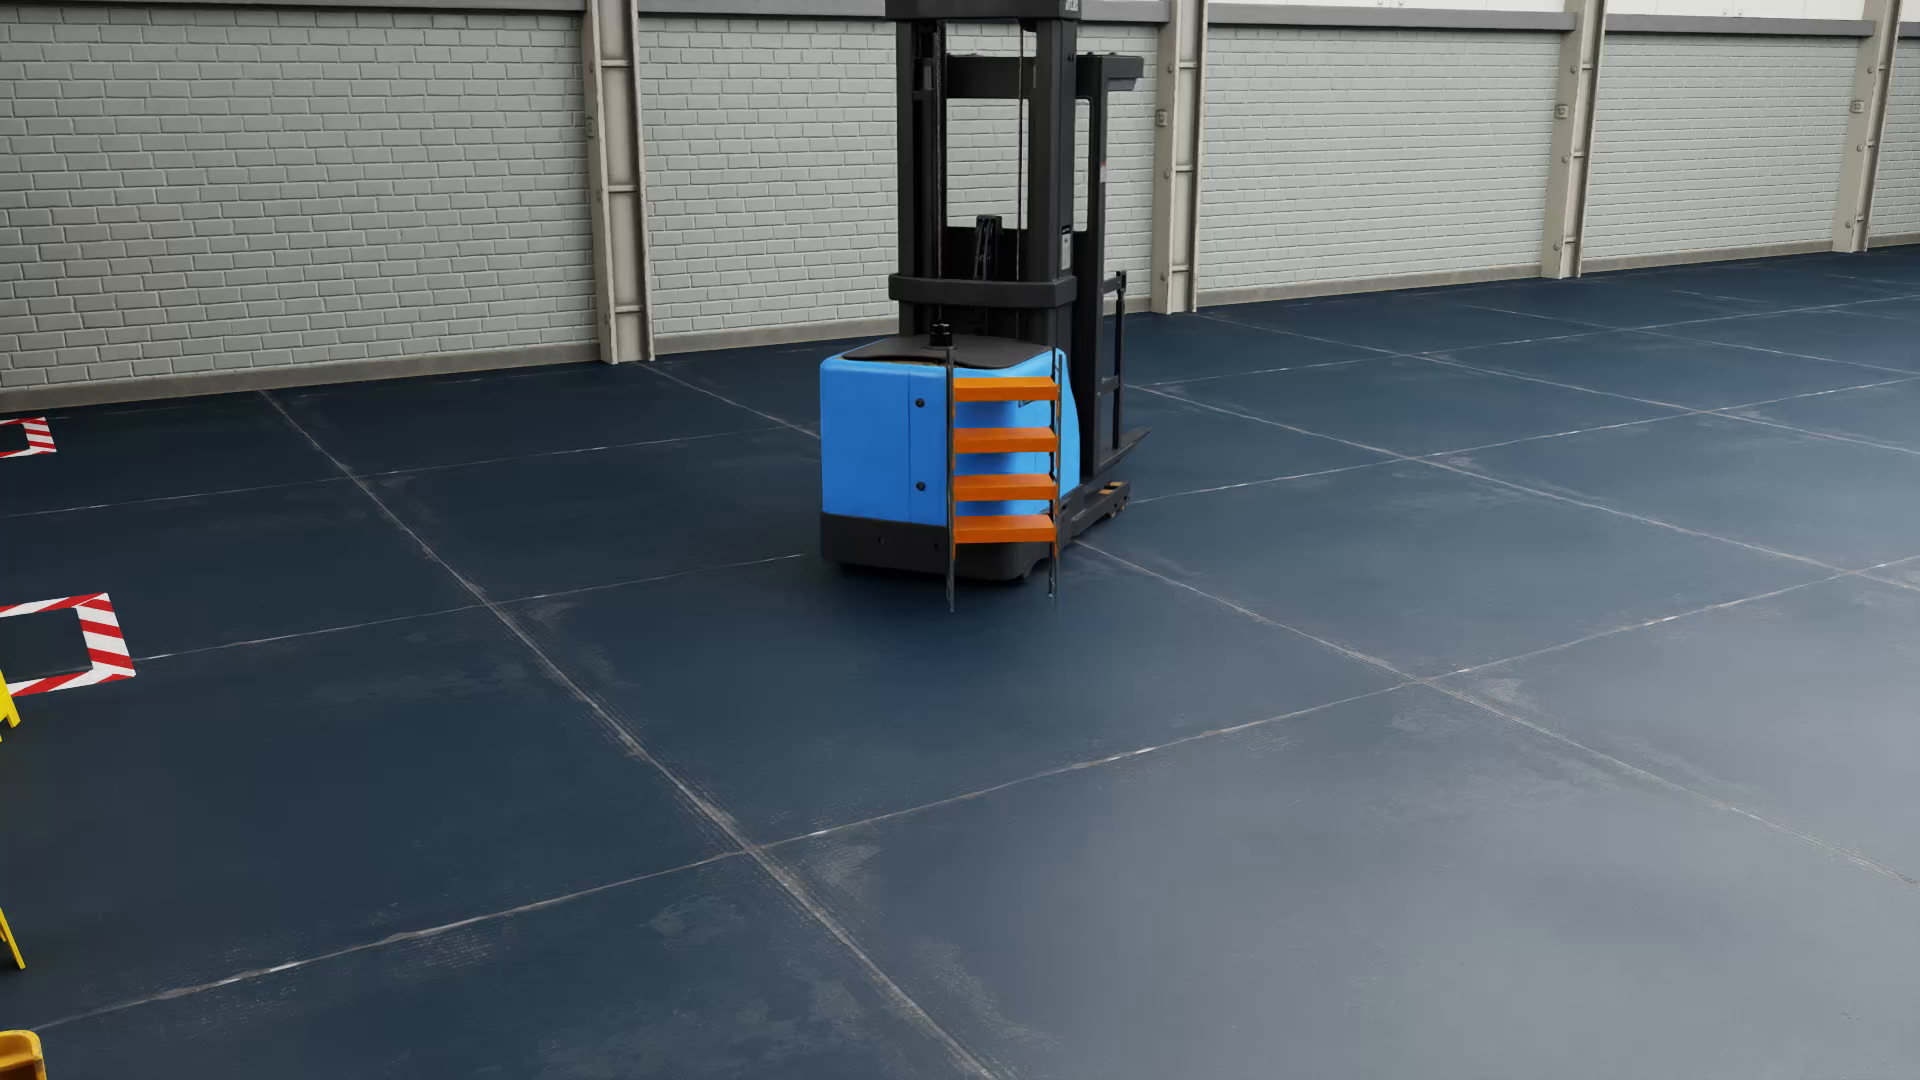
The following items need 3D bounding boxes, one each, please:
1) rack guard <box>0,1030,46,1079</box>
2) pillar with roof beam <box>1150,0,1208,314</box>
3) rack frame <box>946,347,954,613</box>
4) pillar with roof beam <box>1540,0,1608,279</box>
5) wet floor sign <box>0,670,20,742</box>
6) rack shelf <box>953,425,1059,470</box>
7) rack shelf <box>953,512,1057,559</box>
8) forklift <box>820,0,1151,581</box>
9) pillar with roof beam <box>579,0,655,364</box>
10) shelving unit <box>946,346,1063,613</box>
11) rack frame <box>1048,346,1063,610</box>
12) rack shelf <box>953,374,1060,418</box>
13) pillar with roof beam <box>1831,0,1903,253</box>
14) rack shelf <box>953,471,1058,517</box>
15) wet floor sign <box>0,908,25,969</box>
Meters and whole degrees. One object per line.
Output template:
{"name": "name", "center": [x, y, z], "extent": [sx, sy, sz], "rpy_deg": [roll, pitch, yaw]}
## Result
{"name": "rack guard", "center": [-1.770, 1.407, 2.964], "extent": [0.348, 0.500, 1.175], "rpy_deg": [-9, 18, -30]}
{"name": "pillar with roof beam", "center": [4.456, -5.745, 12.732], "extent": [0.400, 9.000, 9.100], "rpy_deg": [-9, 18, -30]}
{"name": "rack frame", "center": [-0.046, -0.273, 7.658], "extent": [0.015, 1.200, 0.240], "rpy_deg": [-1, 16, -5]}
{"name": "pillar with roof beam", "center": [9.599, -6.579, 15.707], "extent": [0.400, 9.000, 9.100], "rpy_deg": [-9, 18, -30]}
{"name": "wet floor sign", "center": [-3.713, 0.430, 6.179], "extent": [0.232, 0.644, 0.267], "rpy_deg": [-3, 16, -11]}
{"name": "rack shelf", "center": [0.197, -0.428, 7.634], "extent": [0.480, 0.148, 0.258], "rpy_deg": [-1, 16, -5]}
{"name": "rack shelf", "center": [0.197, -0.022, 7.749], "extent": [0.480, 0.148, 0.258], "rpy_deg": [-1, 16, -5]}
{"name": "forklift", "center": [0.333, -1.570, 9.082], "extent": [1.130, 2.935, 3.031], "rpy_deg": [6, 17, 22]}
{"name": "pillar with roof beam", "center": [-0.687, -4.911, 9.756], "extent": [0.400, 9.000, 9.100], "rpy_deg": [-9, 18, -30]}
{"name": "shelving unit", "center": [0.197, -0.278, 7.677], "extent": [0.503, 1.200, 0.258], "rpy_deg": [-1, 16, -5]}
{"name": "rack frame", "center": [0.440, -0.283, 7.696], "extent": [0.015, 1.200, 0.240], "rpy_deg": [-1, 16, -5]}
{"name": "rack shelf", "center": [0.197, -0.656, 7.570], "extent": [0.480, 0.148, 0.258], "rpy_deg": [-1, 16, -5]}
{"name": "pillar with roof beam", "center": [14.742, -7.413, 18.682], "extent": [0.400, 9.000, 9.100], "rpy_deg": [-9, 18, -30]}
{"name": "rack shelf", "center": [0.197, -0.213, 7.695], "extent": [0.480, 0.148, 0.258], "rpy_deg": [-1, 16, -5]}
{"name": "wet floor sign", "center": [-2.786, 0.878, 4.581], "extent": [0.232, 0.644, 0.267], "rpy_deg": [-13, 20, -39]}
